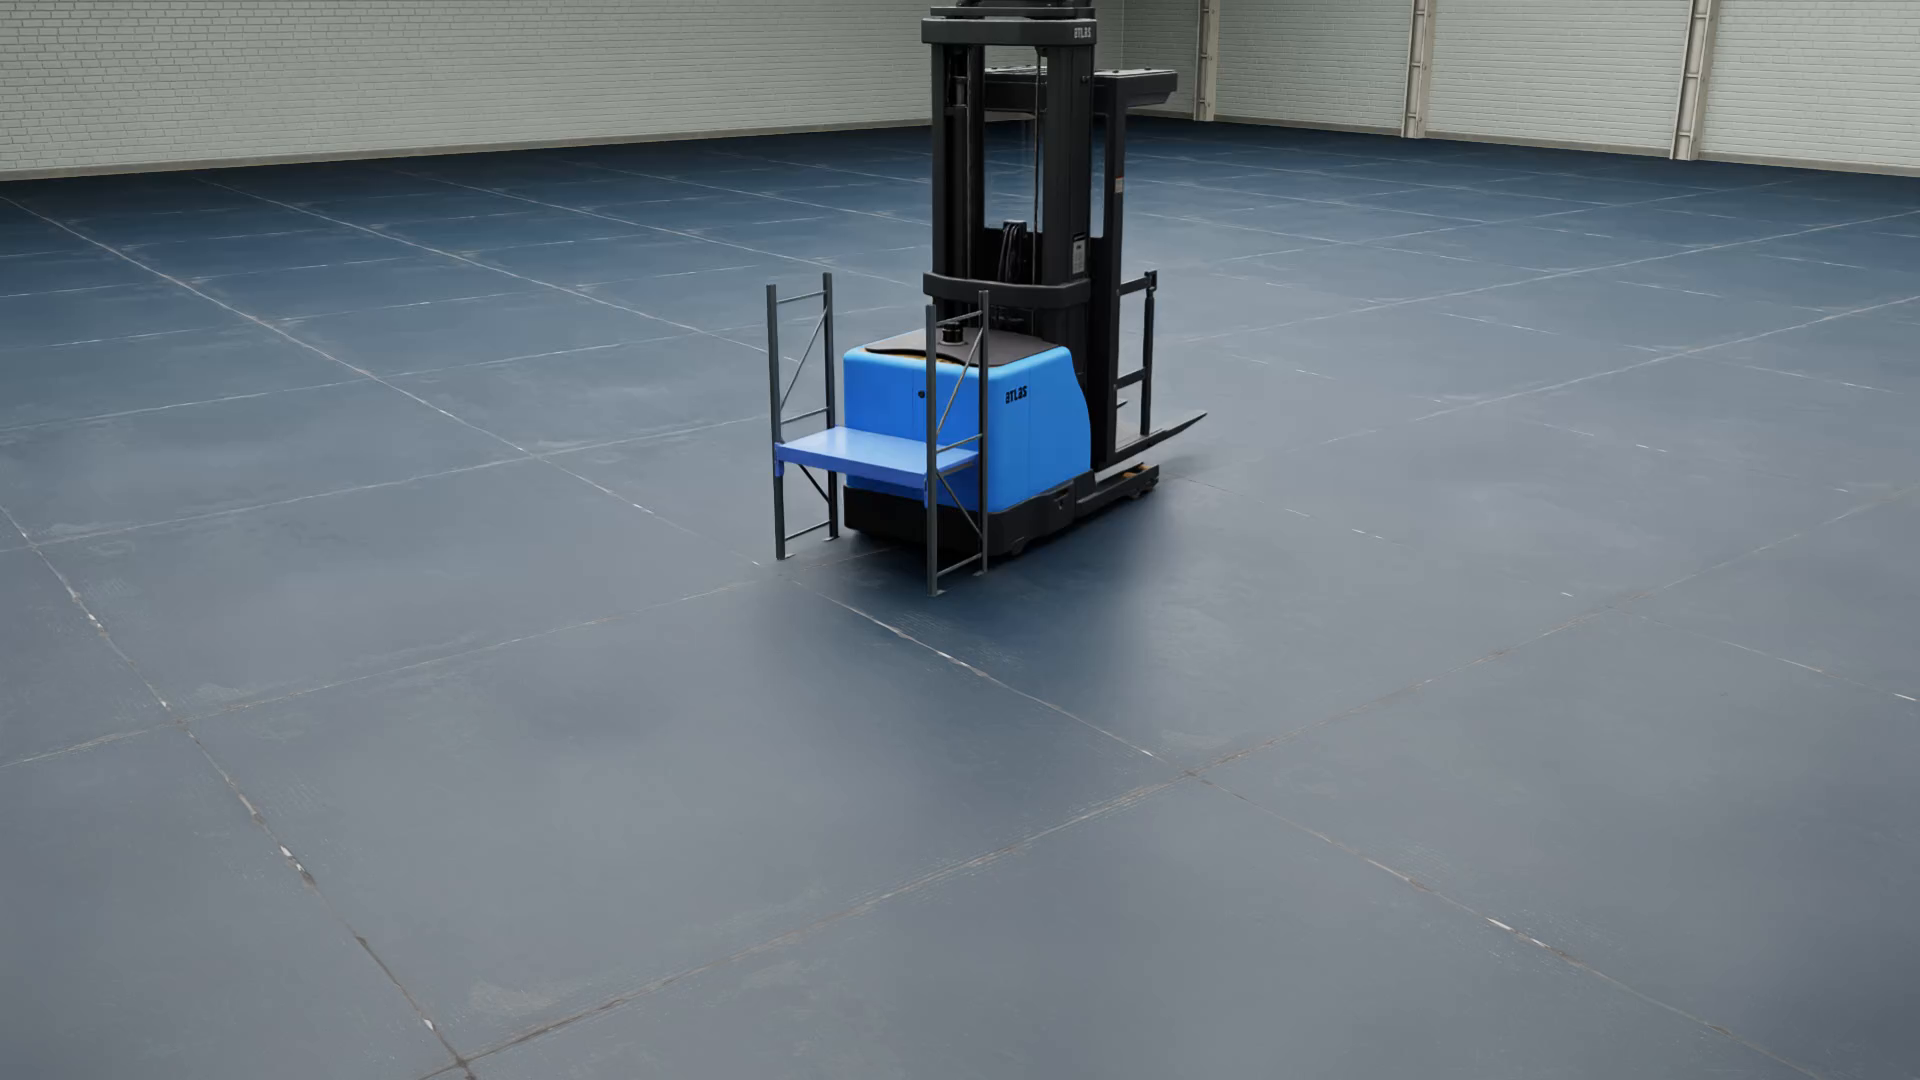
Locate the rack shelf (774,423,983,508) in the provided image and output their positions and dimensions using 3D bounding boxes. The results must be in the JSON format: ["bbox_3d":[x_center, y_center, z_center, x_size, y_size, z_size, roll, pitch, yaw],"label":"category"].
[{"bbox_3d":[-0.427,-0.402,8.762,1.000,0.185,0.538,12,22,33],"label":"rack shelf"}]

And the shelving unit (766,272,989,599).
[{"bbox_3d":[-0.427,-0.573,8.705,1.048,1.500,0.538,12,22,33],"label":"shelving unit"}]

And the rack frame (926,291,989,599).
[{"bbox_3d":[-0.010,-0.481,8.428,0.032,1.500,0.500,12,22,33],"label":"rack frame"}]

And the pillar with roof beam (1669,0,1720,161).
[{"bbox_3d":[9.834,-10.378,26.388,9.100,9.000,0.400,-14,23,-36],"label":"pillar with roof beam"}]

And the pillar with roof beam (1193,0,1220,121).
[{"bbox_3d":[2.383,-13.335,35.318,9.100,9.000,0.400,-14,23,-36],"label":"pillar with roof beam"}]

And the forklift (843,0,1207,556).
[{"bbox_3d":[0.573,-1.710,9.865,1.130,2.935,3.031,12,22,31],"label":"forklift"}]

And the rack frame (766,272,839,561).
[{"bbox_3d":[-0.843,-0.664,8.982,0.032,1.500,0.500,12,22,33],"label":"rack frame"}]

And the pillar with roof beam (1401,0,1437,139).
[{"bbox_3d":[6.108,-11.856,30.853,9.100,9.000,0.400,-14,23,-36],"label":"pillar with roof beam"}]
